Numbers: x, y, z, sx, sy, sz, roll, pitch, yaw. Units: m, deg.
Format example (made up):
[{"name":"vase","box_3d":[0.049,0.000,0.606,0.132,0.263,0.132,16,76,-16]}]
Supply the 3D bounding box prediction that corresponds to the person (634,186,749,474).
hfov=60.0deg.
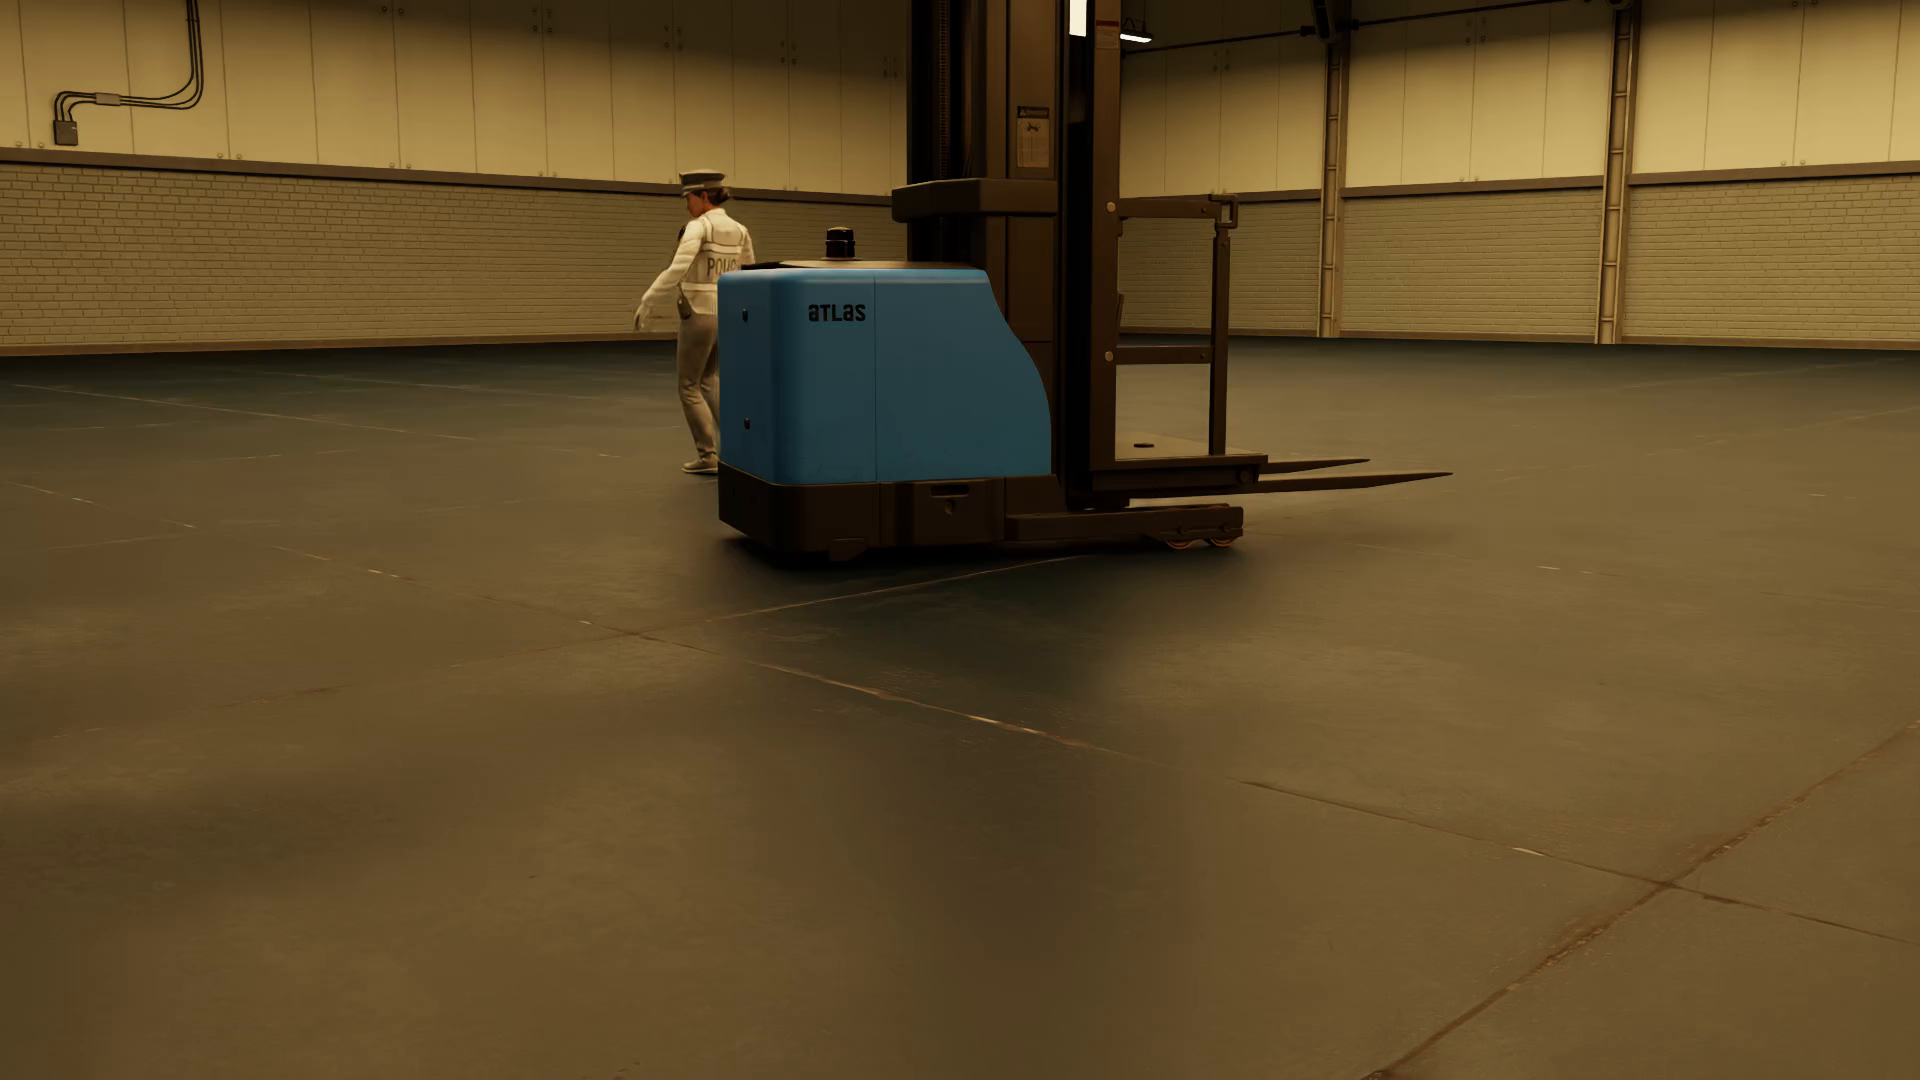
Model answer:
[{"name":"person","box_3d":[-1.433,-1.155,9.047,0.435,1.633,0.738,7,11,39]}]

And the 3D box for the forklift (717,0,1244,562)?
[{"name":"forklift","box_3d":[0.074,-1.422,6.532,1.939,2.867,1.129,-3,9,-21]}]
